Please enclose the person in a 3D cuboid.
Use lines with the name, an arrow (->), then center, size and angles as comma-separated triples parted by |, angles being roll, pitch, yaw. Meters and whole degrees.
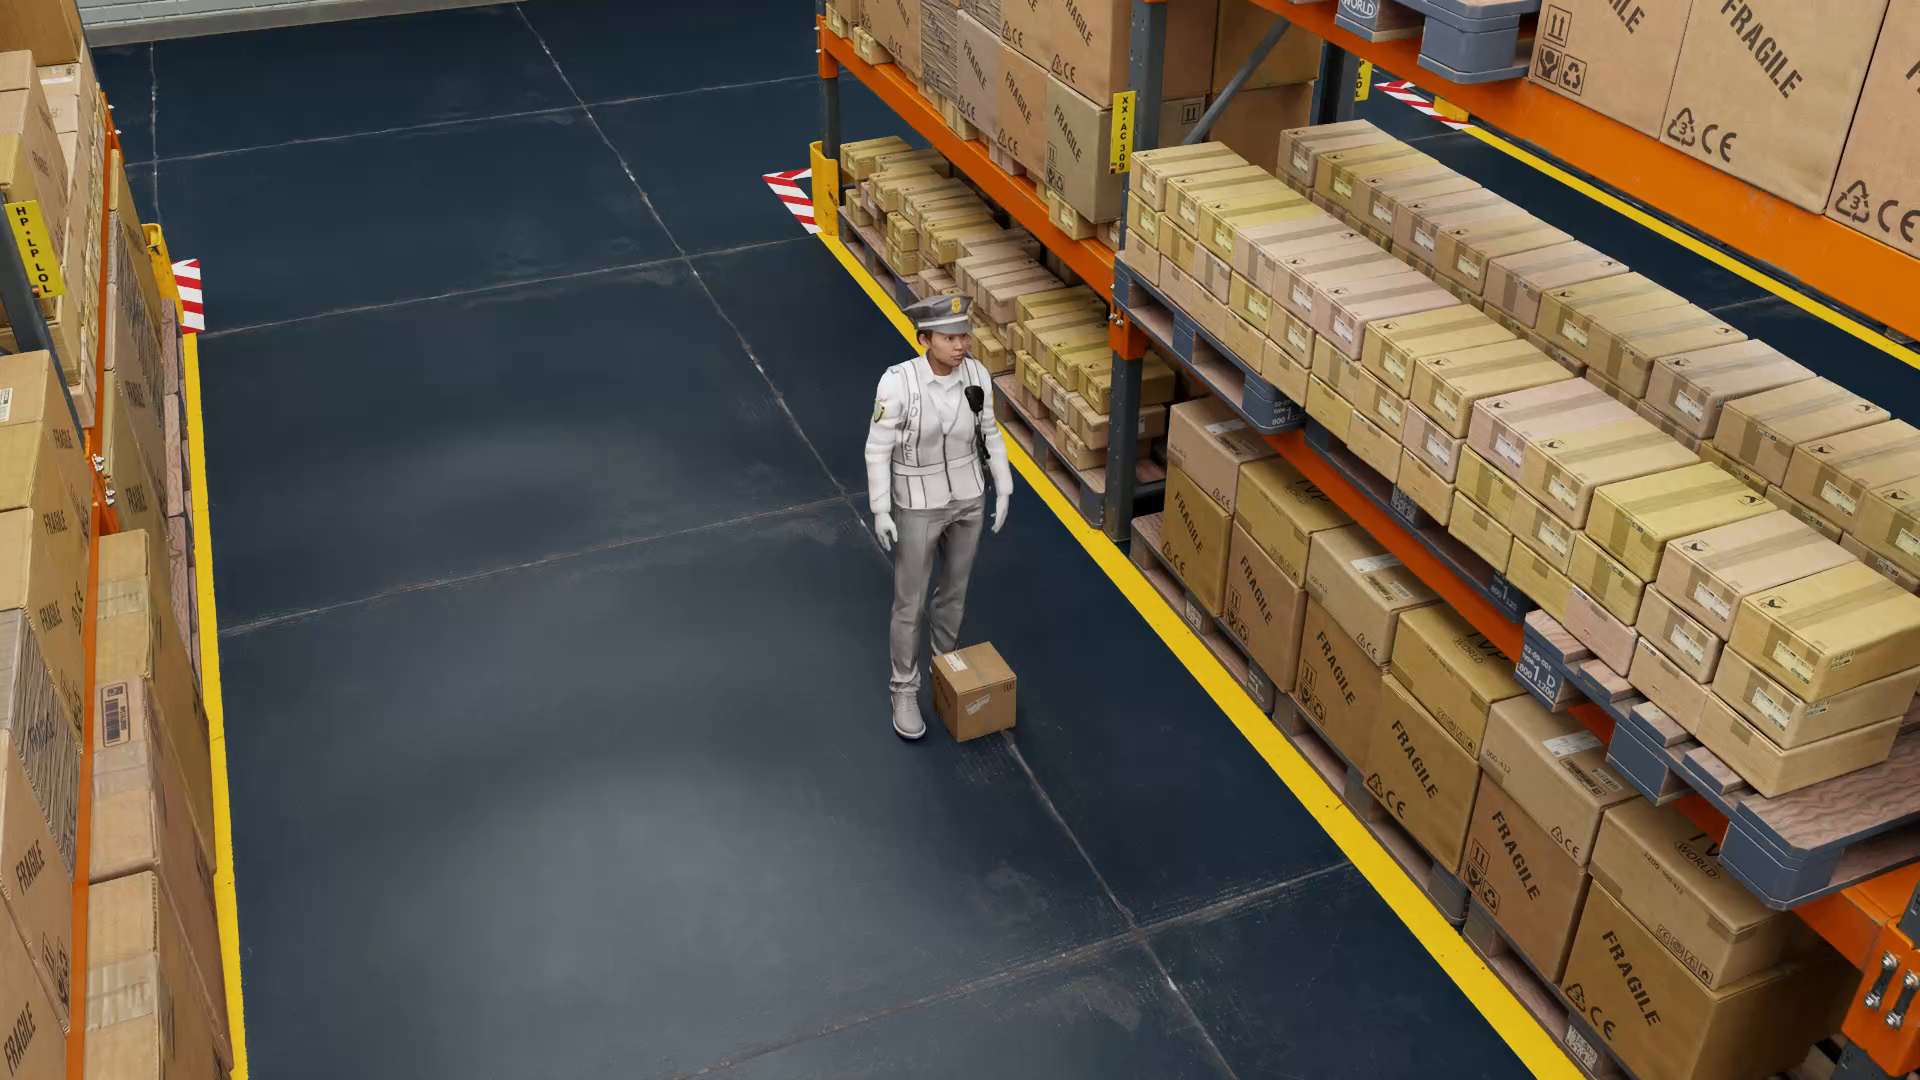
person -> -0.053, -0.112, 6.263 | 0.587, 1.696, 0.534 | -13, 36, -19
